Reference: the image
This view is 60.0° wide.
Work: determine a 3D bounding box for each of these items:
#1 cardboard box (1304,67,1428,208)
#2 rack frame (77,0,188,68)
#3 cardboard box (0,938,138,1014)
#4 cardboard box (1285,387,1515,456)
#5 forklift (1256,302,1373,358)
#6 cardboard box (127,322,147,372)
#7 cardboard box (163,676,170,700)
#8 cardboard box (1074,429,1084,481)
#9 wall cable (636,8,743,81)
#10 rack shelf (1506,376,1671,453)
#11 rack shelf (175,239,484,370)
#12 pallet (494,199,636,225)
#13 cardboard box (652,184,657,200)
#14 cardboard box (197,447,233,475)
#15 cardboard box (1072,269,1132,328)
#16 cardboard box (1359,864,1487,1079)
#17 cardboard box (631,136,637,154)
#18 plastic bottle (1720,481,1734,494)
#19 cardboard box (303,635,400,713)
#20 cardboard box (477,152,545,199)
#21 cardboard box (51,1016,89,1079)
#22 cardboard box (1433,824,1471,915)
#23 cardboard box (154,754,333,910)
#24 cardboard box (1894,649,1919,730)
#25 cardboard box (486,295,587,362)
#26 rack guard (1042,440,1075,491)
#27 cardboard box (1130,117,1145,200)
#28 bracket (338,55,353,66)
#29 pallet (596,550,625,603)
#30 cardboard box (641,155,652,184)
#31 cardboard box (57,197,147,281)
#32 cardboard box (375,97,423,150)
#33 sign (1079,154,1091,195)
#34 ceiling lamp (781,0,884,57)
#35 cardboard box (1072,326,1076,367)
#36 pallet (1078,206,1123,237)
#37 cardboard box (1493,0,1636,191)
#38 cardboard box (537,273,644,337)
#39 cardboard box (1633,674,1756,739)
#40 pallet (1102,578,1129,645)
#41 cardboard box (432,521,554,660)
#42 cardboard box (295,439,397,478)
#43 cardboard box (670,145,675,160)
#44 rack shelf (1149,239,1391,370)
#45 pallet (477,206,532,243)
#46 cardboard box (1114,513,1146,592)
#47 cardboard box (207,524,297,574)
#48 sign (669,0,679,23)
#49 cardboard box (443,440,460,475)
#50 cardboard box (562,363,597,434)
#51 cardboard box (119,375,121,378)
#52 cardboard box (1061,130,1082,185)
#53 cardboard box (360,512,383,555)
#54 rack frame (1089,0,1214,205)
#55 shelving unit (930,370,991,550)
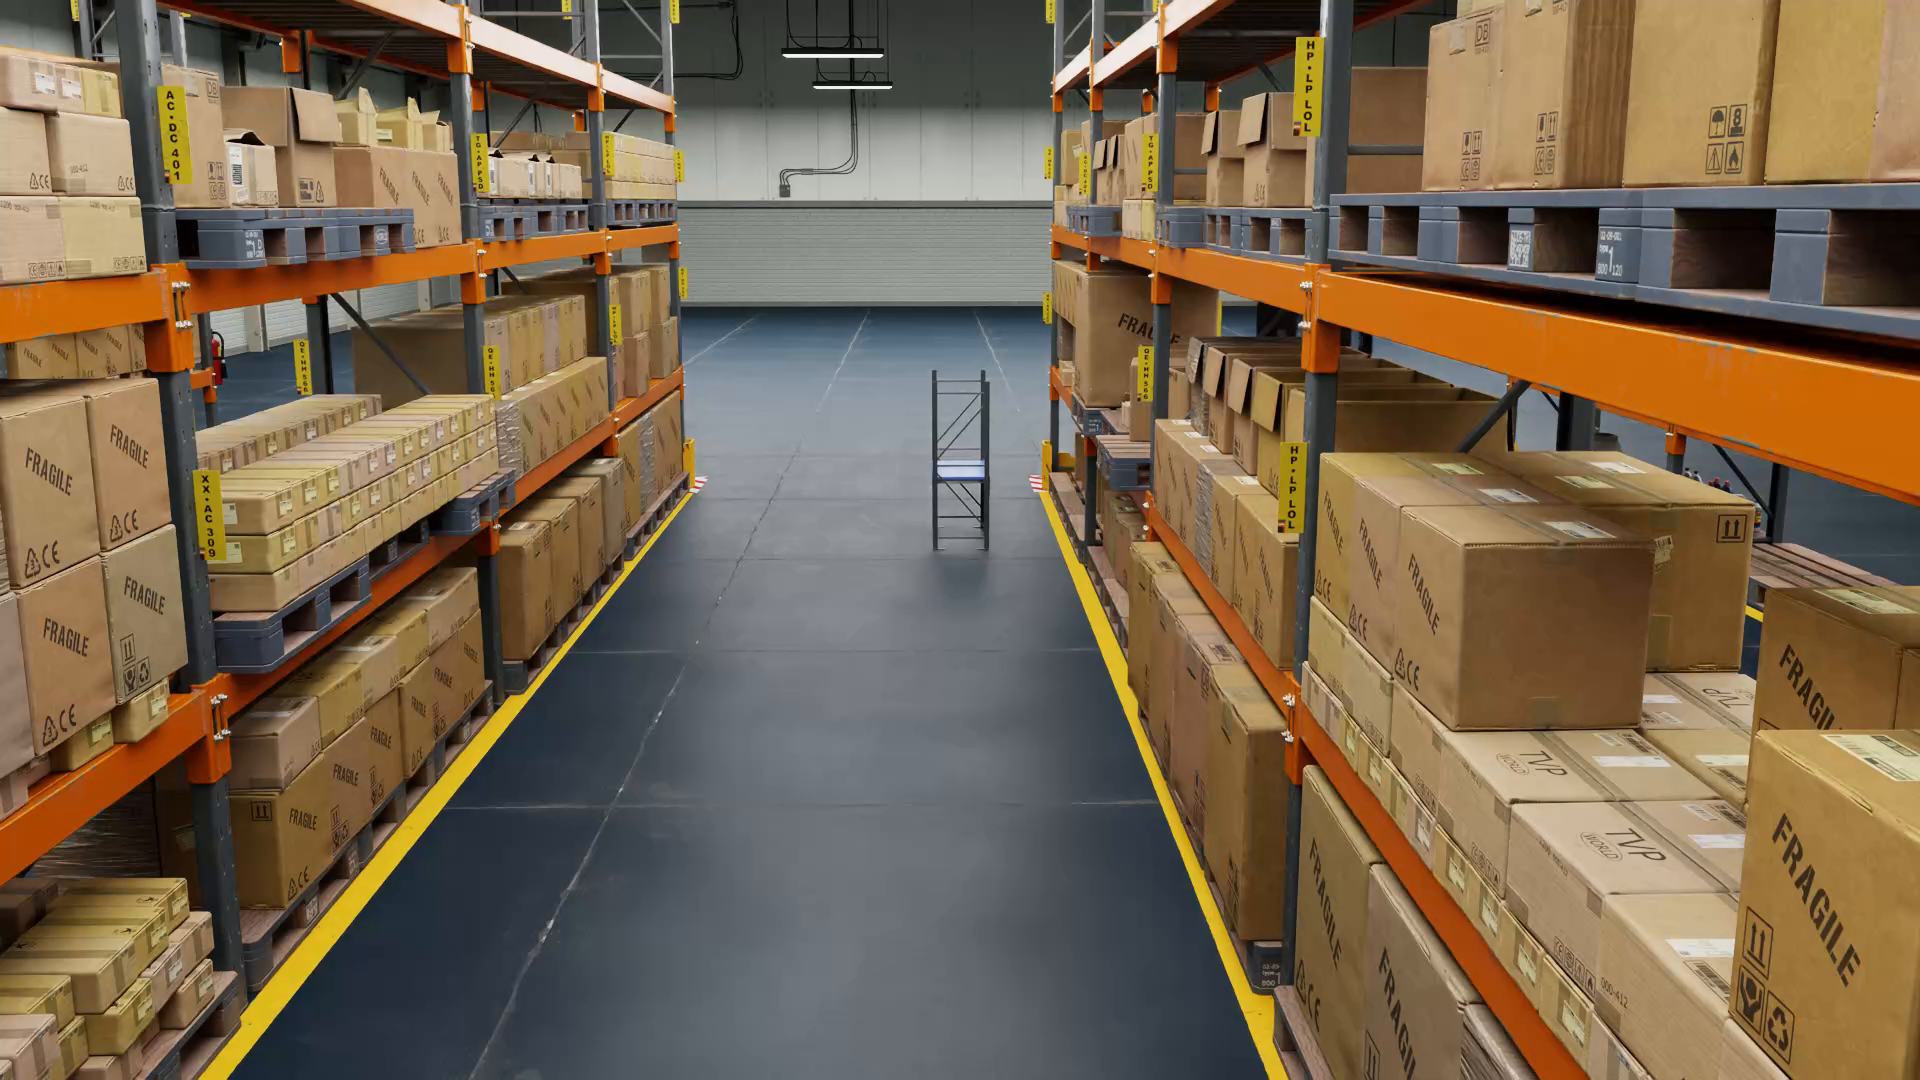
[{"bbox_3d":[1.703,-1.500,6.250,0.700,0.500,0.500,0,11,0],"label":"cardboard box"},{"bbox_3d":[-8.431,-4.945,16.992,1.000,3.000,0.127,0,11,-1],"label":"rack frame"},{"bbox_3d":[-2.911,1.409,5.376,0.380,0.149,0.250,0,11,-2],"label":"cardboard box"},{"bbox_3d":[1.704,-0.328,6.547,0.797,0.503,0.637,-1,11,-3],"label":"cardboard box"},{"bbox_3d":[3.379,-1.363,14.597,1.130,2.935,3.031,-7,14,-33],"label":"forklift"},{"bbox_3d":[-8.131,-1.894,16.042,0.500,0.500,0.500,0,11,-1],"label":"cardboard box"},{"bbox_3d":[-2.996,0.519,5.780,0.380,0.149,0.250,0,11,-2],"label":"cardboard box"},{"bbox_3d":[1.473,-0.902,17.384,0.500,0.500,0.500,2,12,9],"label":"cardboard box"},{"bbox_3d":[-7.840,-14.543,47.967,3.097,2.526,0.112,0,11,-1],"label":"wall cable"},{"bbox_3d":[6.471,-1.316,16.001,1.077,0.370,4.000,0,11,-1],"label":"rack shelf"},{"bbox_3d":[-3.277,-1.175,7.763,1.077,0.370,4.000,0,11,-1],"label":"rack shelf"},{"bbox_3d":[-3.408,-2.840,14.381,1.003,0.211,1.213,0,11,-1],"label":"pallet"},{"bbox_3d":[-3.112,-3.330,15.899,0.380,0.149,0.250,0,11,-1],"label":"cardboard box"},{"bbox_3d":[-3.456,-0.319,7.358,0.380,0.149,0.250,-1,11,-3],"label":"cardboard box"},{"bbox_3d":[1.264,-2.123,14.656,0.500,0.500,0.500,0,11,-1],"label":"cardboard box"},{"bbox_3d":[1.677,1.486,4.671,0.875,0.875,0.875,0,11,-1],"label":"cardboard box"},{"bbox_3d":[-3.092,-3.519,14.827,0.380,0.149,0.250,0,11,-1],"label":"cardboard box"},{"bbox_3d":[6.910,-0.350,14.989,0.144,0.351,0.185,0,11,0],"label":"plastic bottle"},{"bbox_3d":[-3.006,0.636,7.913,0.500,0.250,0.500,0,11,1],"label":"cardboard box"},{"bbox_3d":[-3.134,-2.483,11.316,0.500,0.311,0.500,0,11,-2],"label":"cardboard box"},{"bbox_3d":[-2.963,1.604,5.165,0.380,0.149,0.250,0,11,-1],"label":"cardboard box"},{"bbox_3d":[1.433,0.833,4.232,0.380,0.149,0.250,-1,11,-3],"label":"cardboard box"},{"bbox_3d":[-2.986,1.211,6.966,0.500,0.500,0.500,0,11,1],"label":"cardboard box"},{"bbox_3d":[2.058,0.499,2.989,0.500,0.500,0.500,-1,11,-3],"label":"cardboard box"},{"bbox_3d":[-3.385,-1.691,13.273,0.700,0.500,0.500,0,11,-2],"label":"cardboard box"},{"bbox_3d":[1.479,-0.806,17.963,1.175,0.500,0.348,0,11,-1],"label":"rack guard"},{"bbox_3d":[1.361,-2.415,10.557,0.500,0.500,0.500,0,11,-1],"label":"cardboard box"},{"bbox_3d":[-14.412,-11.236,38.946,0.235,0.232,0.430,0,11,-1],"label":"bracket"},{"bbox_3d":[-3.310,0.269,13.391,1.003,0.211,1.213,0,11,-1],"label":"pallet"},{"bbox_3d":[-3.165,-3.447,15.473,0.500,0.250,0.500,0,11,-1],"label":"cardboard box"},{"bbox_3d":[-2.956,-0.960,5.271,0.500,0.250,0.500,0,11,0],"label":"cardboard box"},{"bbox_3d":[-3.025,-2.168,8.672,0.396,0.266,0.258,0,11,-1],"label":"cardboard box"},{"bbox_3d":[1.018,-2.970,13.502,0.100,0.325,0.005,0,11,-1],"label":"sign"},{"bbox_3d":[-2.495,-11.077,32.535,2.000,3.185,0.800,0,11,-1],"label":"ceiling lamp"},{"bbox_3d":[1.559,-1.933,16.232,0.875,0.500,0.500,0,11,-1],"label":"cardboard box"},{"bbox_3d":[1.491,-2.299,11.967,1.213,0.211,1.003,0,11,-1],"label":"pallet"},{"bbox_3d":[1.677,-1.067,3.864,0.700,0.500,0.500,0,11,1],"label":"cardboard box"},{"bbox_3d":[-3.376,-2.143,15.177,0.875,0.550,0.550,0,11,-1],"label":"cardboard box"},{"bbox_3d":[2.021,0.558,4.582,0.500,0.250,0.500,0,11,0],"label":"cardboard box"},{"bbox_3d":[1.606,0.514,12.186,1.003,0.211,1.213,0,11,-1],"label":"pallet"},{"bbox_3d":[-3.241,0.320,10.730,1.050,0.750,0.750,0,11,-2],"label":"cardboard box"},{"bbox_3d":[-2.812,-0.371,7.616,0.380,0.149,0.250,0,11,1],"label":"cardboard box"},{"bbox_3d":[-3.137,-3.972,17.060,0.380,0.149,0.250,0,11,-1],"label":"cardboard box"},{"bbox_3d":[1.684,-1.175,7.764,1.077,0.370,4.000,0,11,-1],"label":"rack shelf"},{"bbox_3d":[-3.385,-1.960,10.300,1.213,0.211,1.003,0,11,1],"label":"pallet"},{"bbox_3d":[1.554,0.087,12.457,0.700,0.500,0.500,-1,12,-6],"label":"cardboard box"},{"bbox_3d":[-2.784,0.031,6.379,0.380,0.149,0.250,0,11,0],"label":"cardboard box"},{"bbox_3d":[-2.941,-5.482,17.088,0.100,0.325,0.005,0,11,-1],"label":"sign"},{"bbox_3d":[-2.833,-0.432,8.664,0.380,0.149,0.250,0,11,-1],"label":"cardboard box"},{"bbox_3d":[-3.113,-1.096,12.858,0.500,0.500,0.500,0,11,-2],"label":"cardboard box"},{"bbox_3d":[-8.197,-1.504,15.753,0.380,0.149,0.250,0,11,-1],"label":"cardboard box"},{"bbox_3d":[1.238,-3.659,15.942,0.500,0.500,0.500,0,11,-1],"label":"cardboard box"},{"bbox_3d":[-2.807,-0.028,7.420,0.380,0.149,0.250,-1,11,-4],"label":"cardboard box"},{"bbox_3d":[1.560,-4.191,13.274,1.000,3.000,0.127,0,11,-1],"label":"rack frame"},{"bbox_3d":[-0.002,-0.752,15.184,0.538,1.500,1.048,0,11,-1],"label":"shelving unit"}]
